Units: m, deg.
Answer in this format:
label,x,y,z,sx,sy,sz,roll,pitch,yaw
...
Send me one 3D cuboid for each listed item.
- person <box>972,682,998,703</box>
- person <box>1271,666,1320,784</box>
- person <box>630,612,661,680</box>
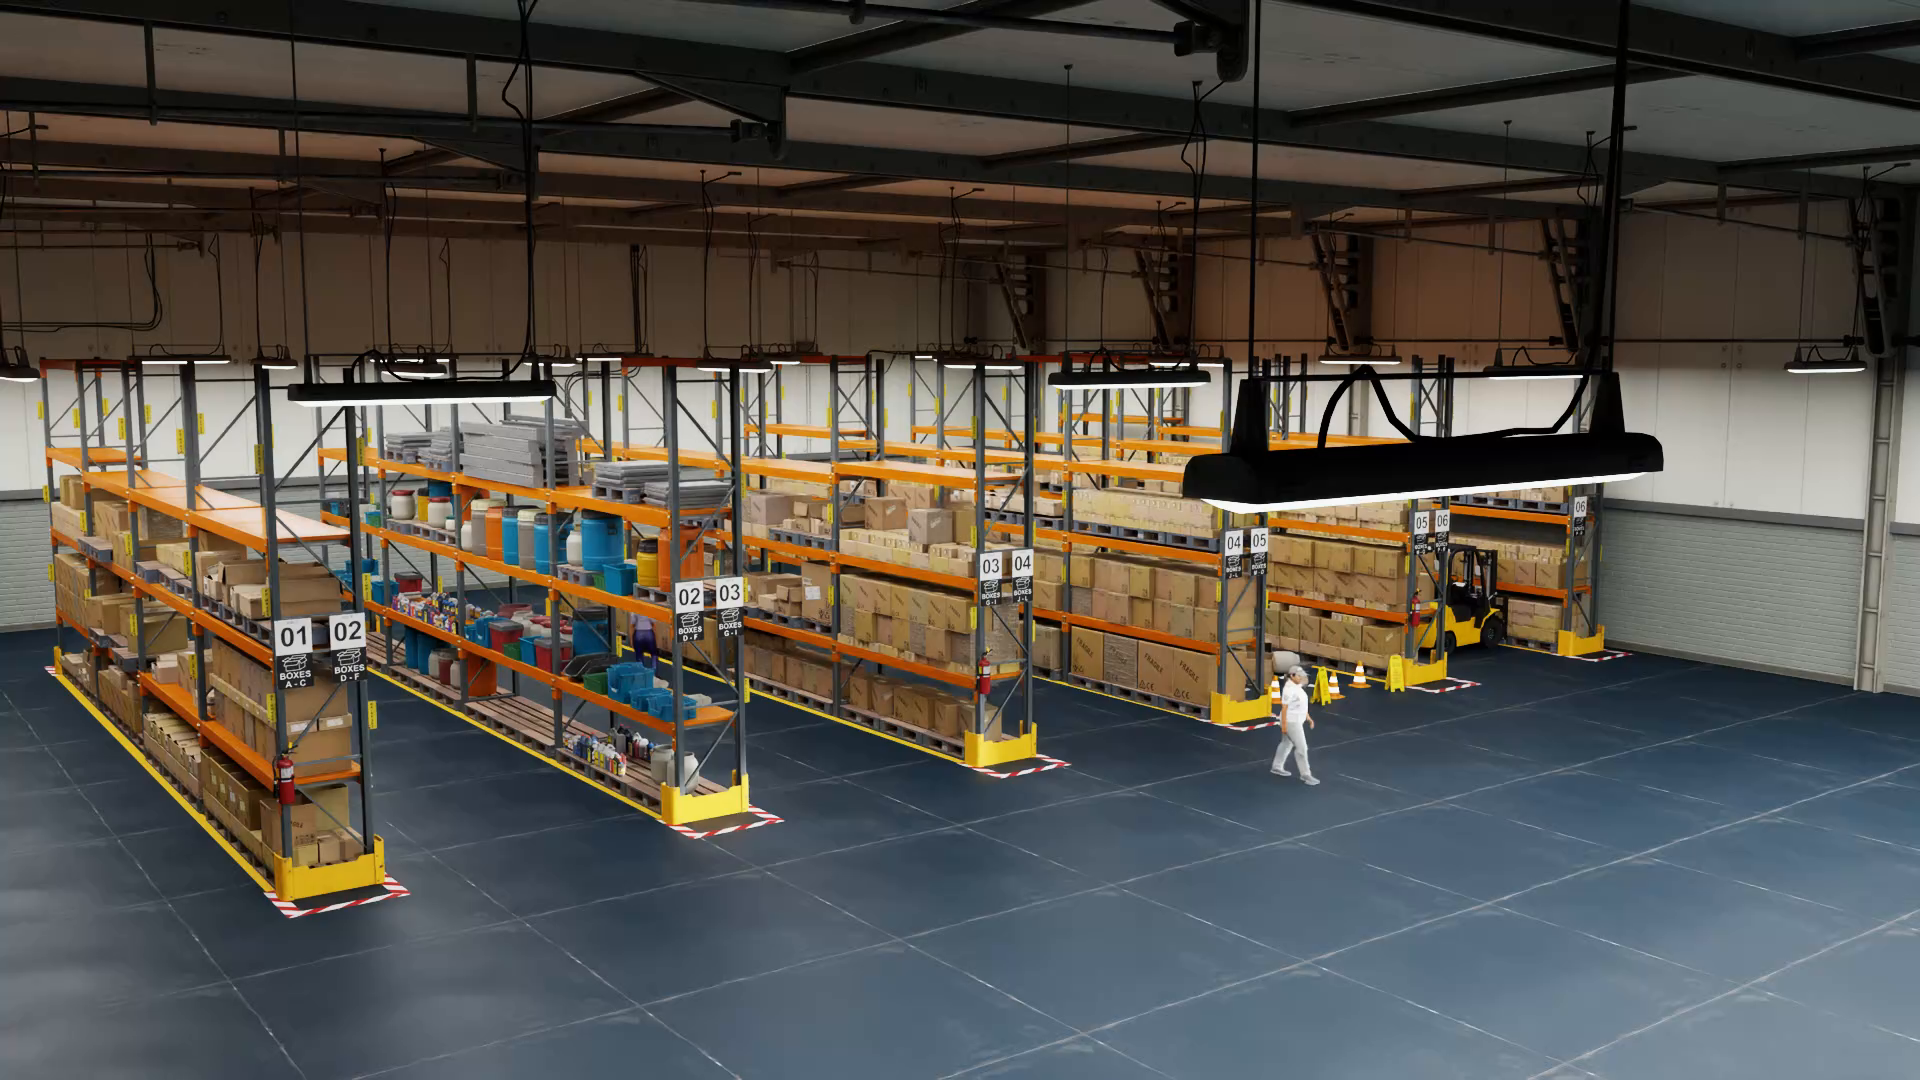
label,x,y,z,sx,sy,sz,roll,pitch,yaw
person,0.407,2.085,28.462,0.723,1.688,0.637,-3,8,-26
person,4.877,2.631,23.991,0.747,1.652,0.495,3,7,22
person,-5.812,1.839,30.684,0.546,1.647,0.428,-1,7,-10
